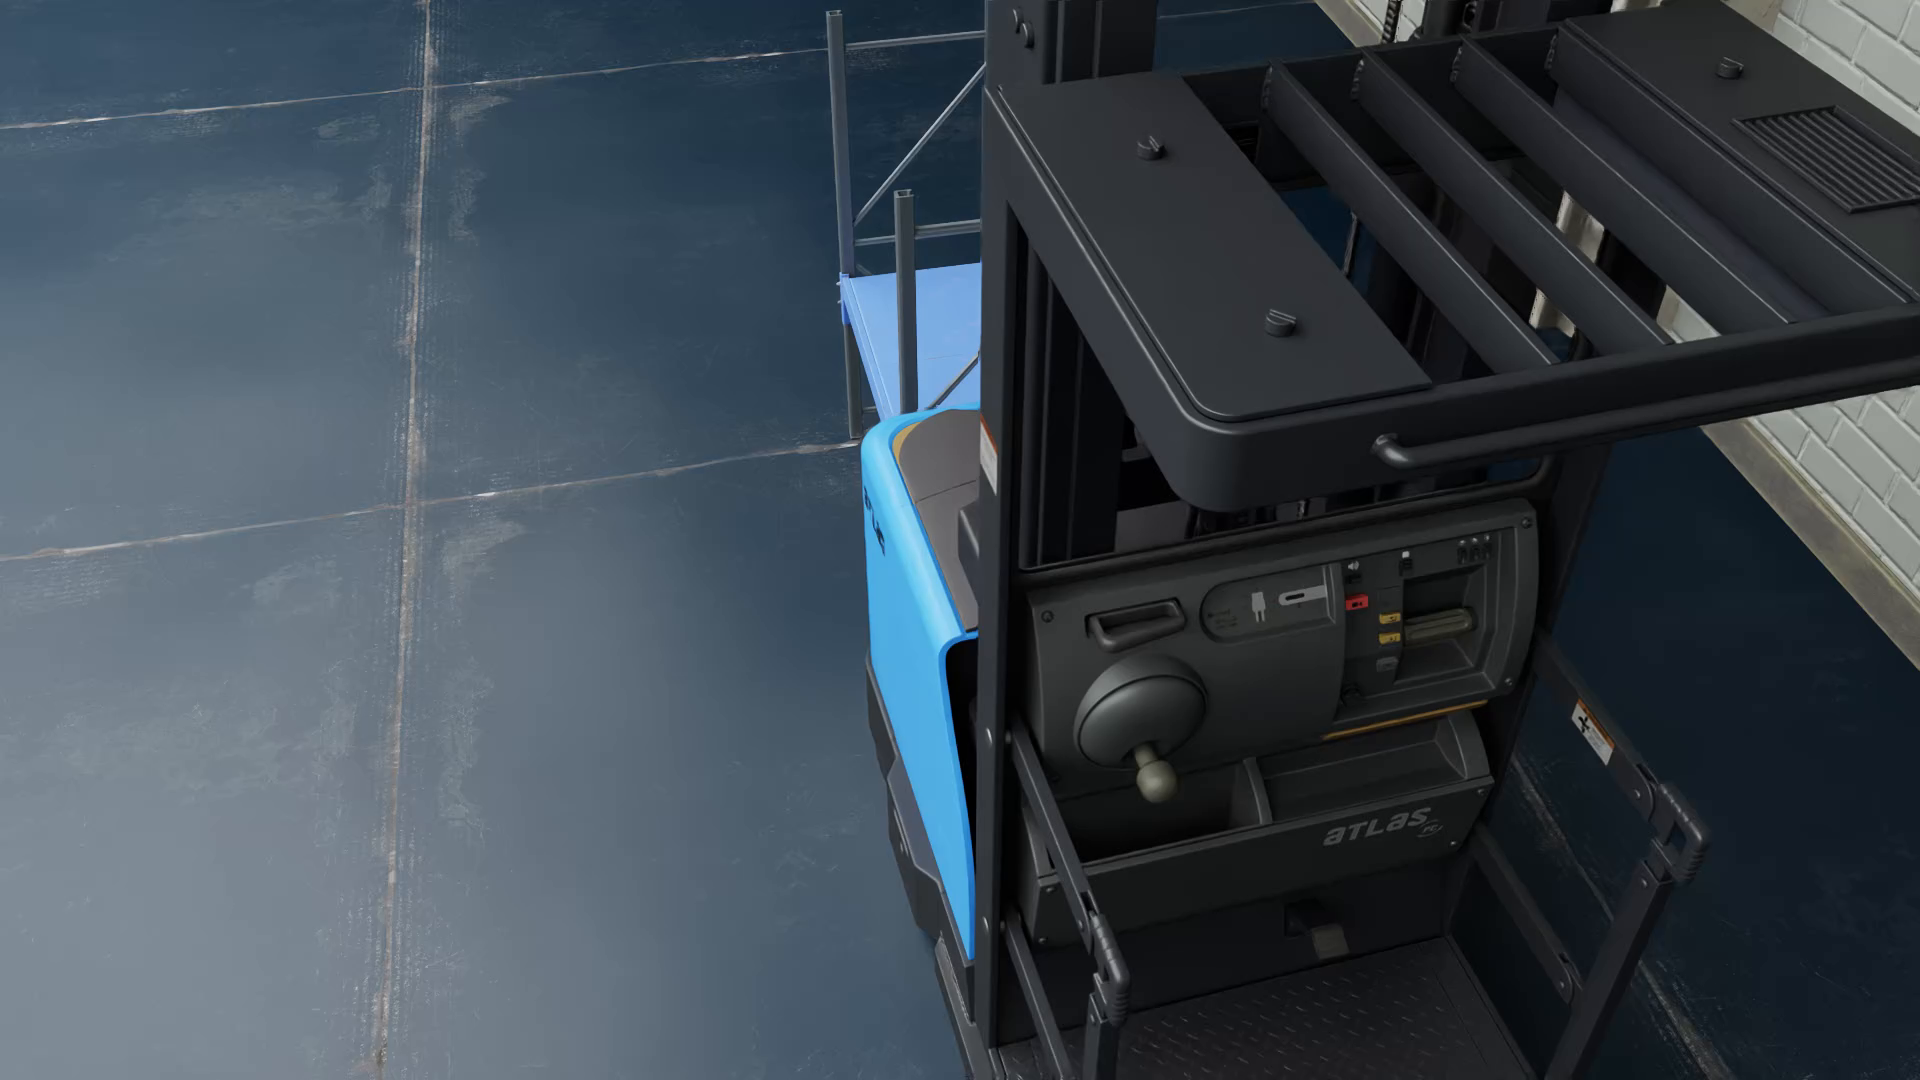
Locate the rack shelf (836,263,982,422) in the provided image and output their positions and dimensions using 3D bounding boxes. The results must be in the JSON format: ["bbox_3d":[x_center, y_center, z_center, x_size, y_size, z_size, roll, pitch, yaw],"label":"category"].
[{"bbox_3d":[-0.018,-0.482,4.934,0.538,0.185,1.000,-8,42,-9],"label":"rack shelf"}]

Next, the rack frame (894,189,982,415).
[{"bbox_3d":[0.091,-0.287,4.443,0.500,1.500,0.032,-8,42,-9],"label":"rack frame"}]

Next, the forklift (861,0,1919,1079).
[{"bbox_3d":[0.634,0.278,2.729,1.130,2.935,3.031,-10,43,-11],"label":"forklift"}]

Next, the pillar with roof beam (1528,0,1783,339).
[{"bbox_3d":[-1.905,-3.460,2.370,9.100,9.000,0.400,-8,42,-9],"label":"pillar with roof beam"}]

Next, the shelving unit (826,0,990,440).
[{"bbox_3d":[-0.018,-0.616,4.814,0.538,1.500,1.048,-8,42,-9],"label":"shelving unit"}]

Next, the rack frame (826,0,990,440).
[{"bbox_3d":[-0.128,-0.946,5.186,0.500,1.500,0.032,-8,42,-9],"label":"rack frame"}]
